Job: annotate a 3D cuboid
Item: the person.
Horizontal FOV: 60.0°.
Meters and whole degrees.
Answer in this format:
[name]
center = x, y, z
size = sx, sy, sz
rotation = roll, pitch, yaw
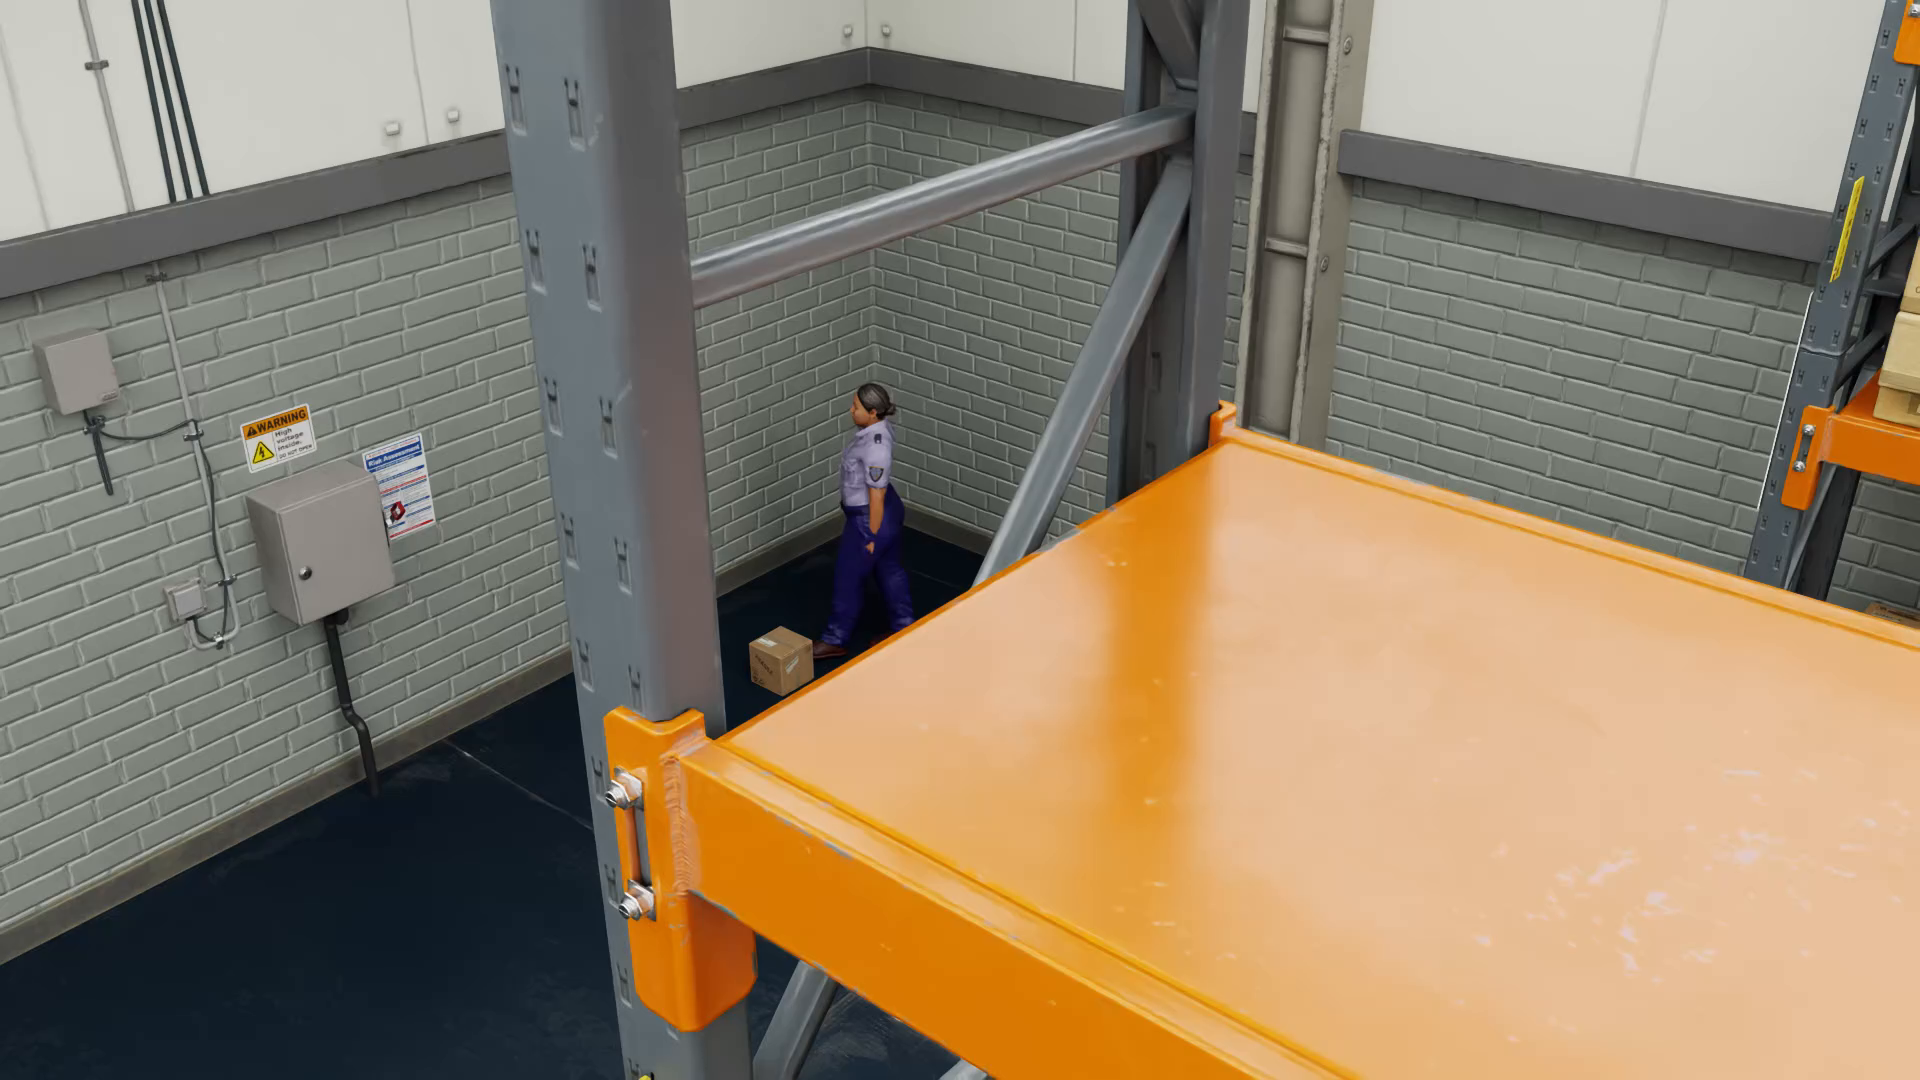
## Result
[person]
center = -0.586, -0.113, 9.249
size = 0.683, 1.634, 0.453
rotation = 2, 28, 4
